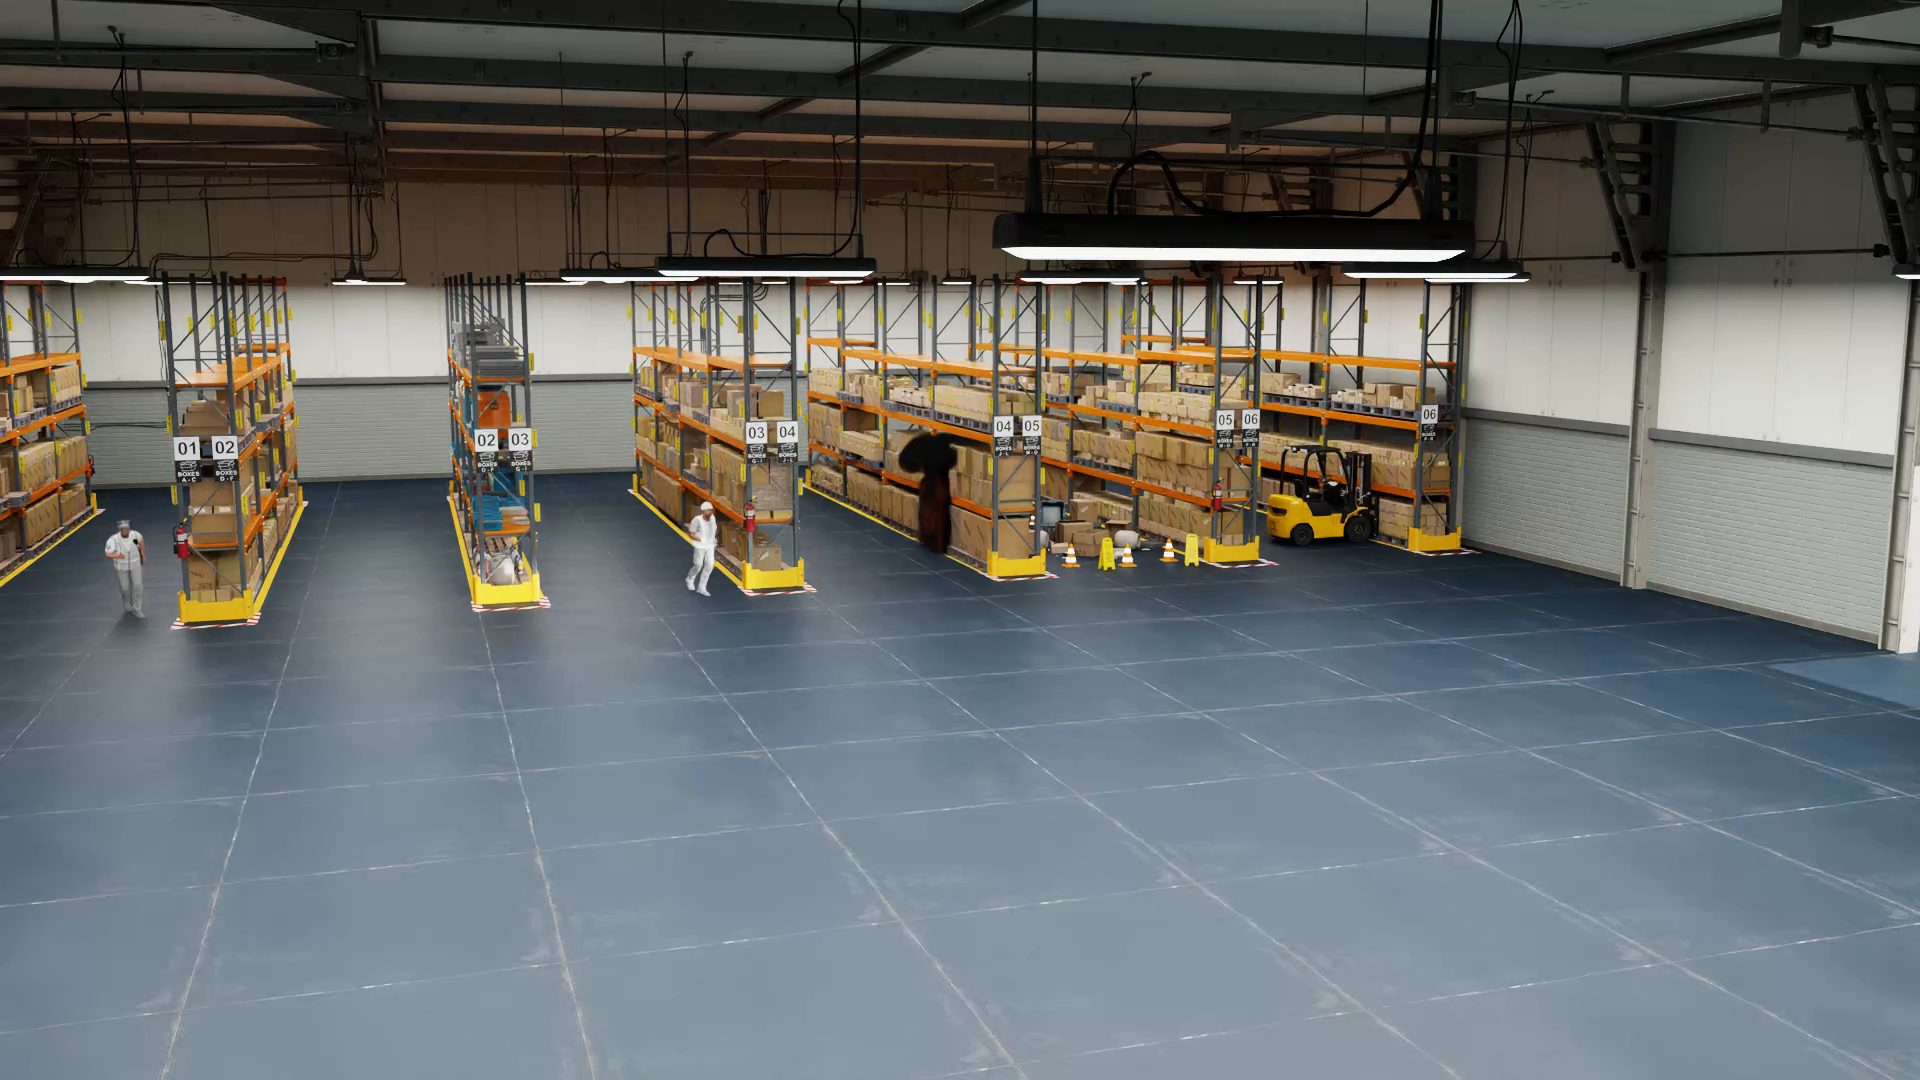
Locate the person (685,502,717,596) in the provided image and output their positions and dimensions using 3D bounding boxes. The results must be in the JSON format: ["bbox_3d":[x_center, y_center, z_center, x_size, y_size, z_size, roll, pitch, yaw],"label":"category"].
[{"bbox_3d":[-4.907,0.138,31.408,0.676,1.770,0.781,-7,11,-41],"label":"person"}]

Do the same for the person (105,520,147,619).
[{"bbox_3d":[-14.646,0.494,29.232,0.662,1.763,1.031,-5,10,-32],"label":"person"}]

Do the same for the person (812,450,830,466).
[{"bbox_3d":[-4.120,-2.654,49.773,0.737,1.822,0.618,-7,11,-38],"label":"person"}]
